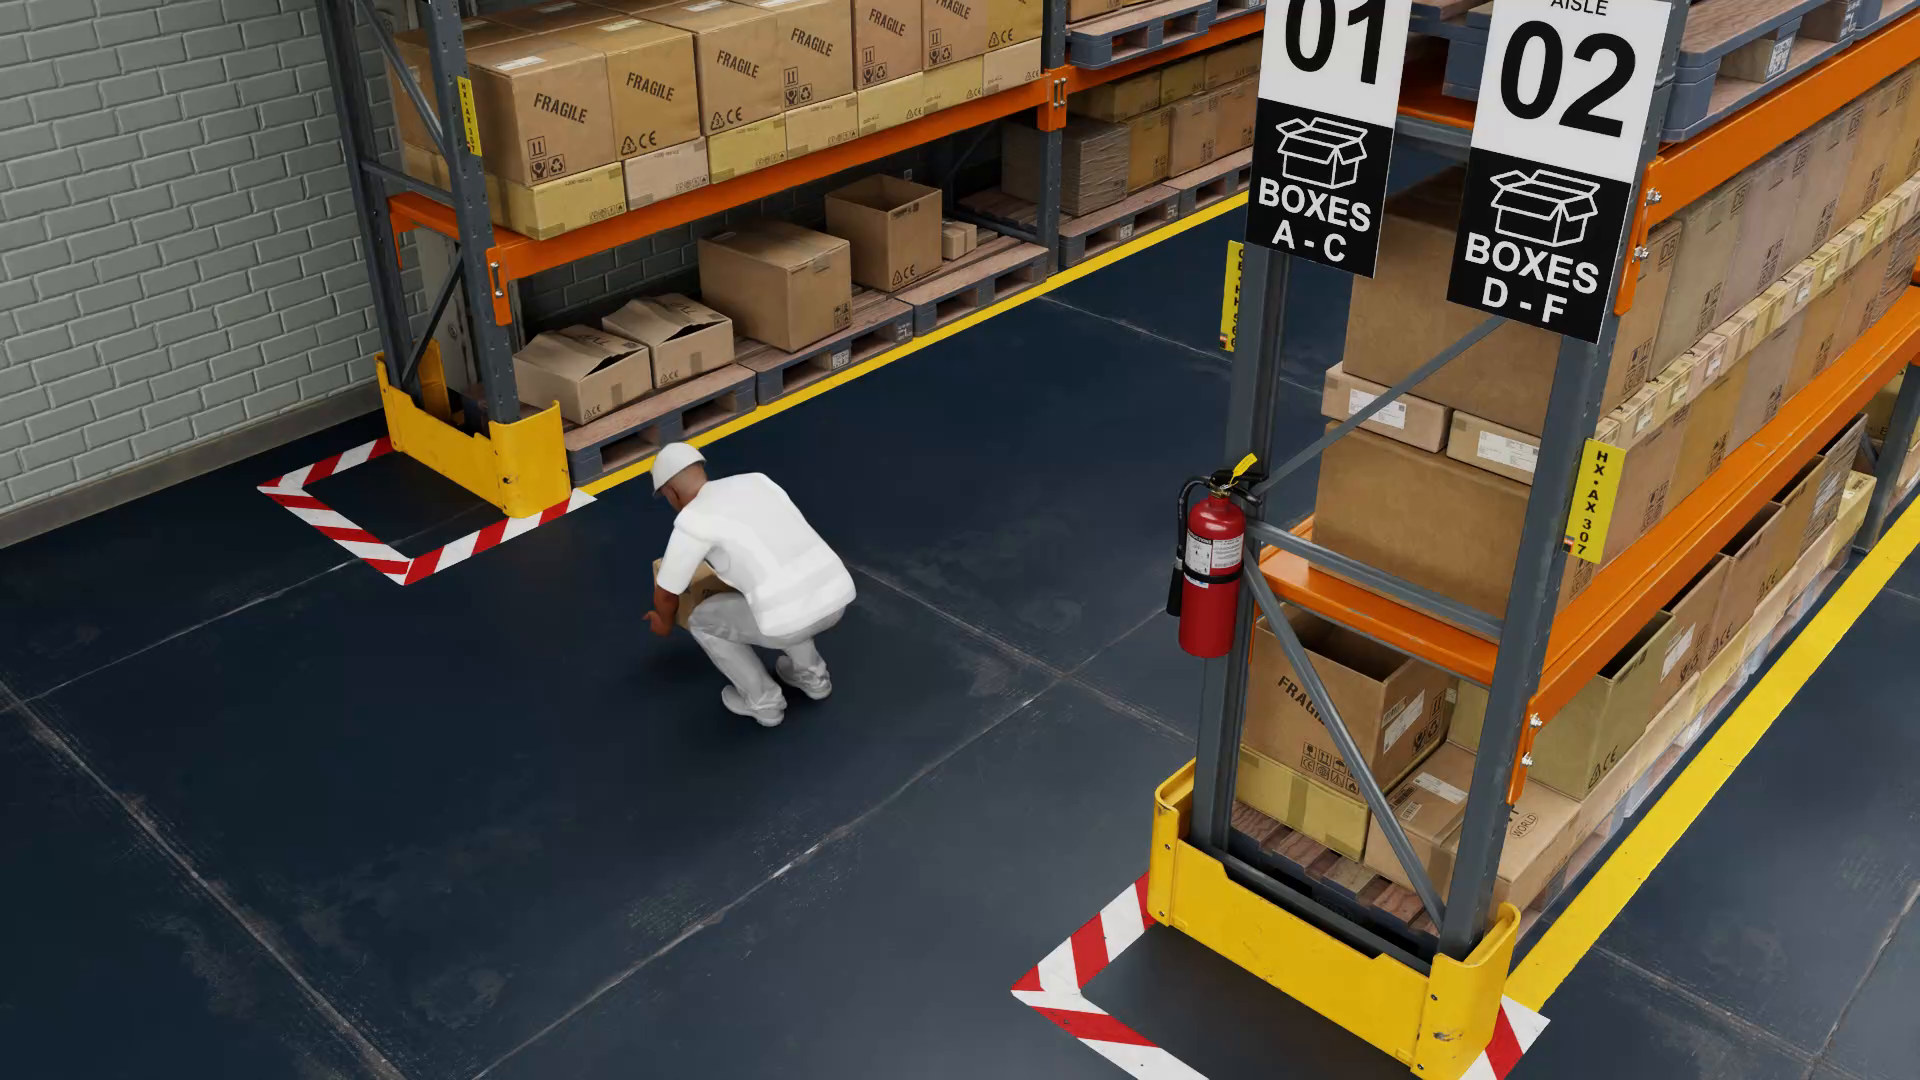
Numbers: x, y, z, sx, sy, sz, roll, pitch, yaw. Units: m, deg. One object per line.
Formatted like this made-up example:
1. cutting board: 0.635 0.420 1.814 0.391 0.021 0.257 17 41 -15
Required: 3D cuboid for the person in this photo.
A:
1. person: -0.850 0.171 6.535 0.888 1.040 0.587 25 39 35
